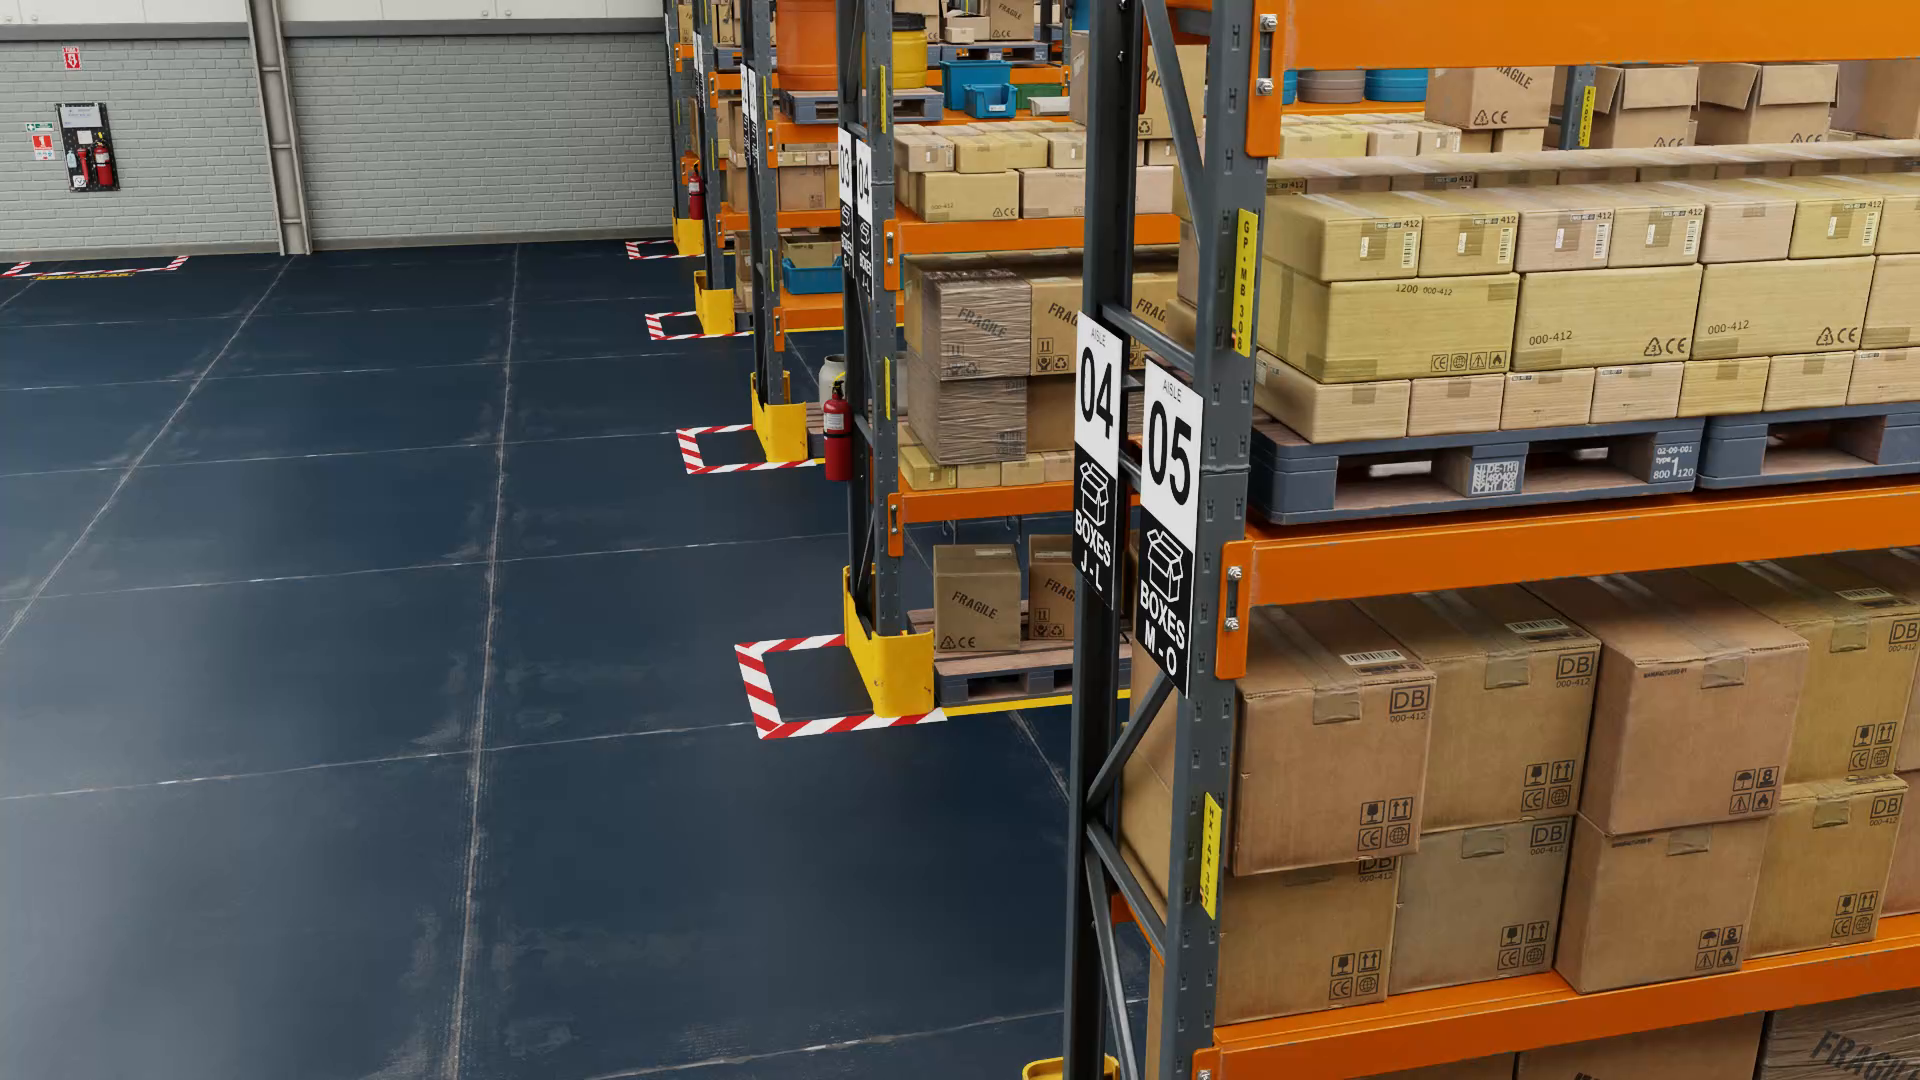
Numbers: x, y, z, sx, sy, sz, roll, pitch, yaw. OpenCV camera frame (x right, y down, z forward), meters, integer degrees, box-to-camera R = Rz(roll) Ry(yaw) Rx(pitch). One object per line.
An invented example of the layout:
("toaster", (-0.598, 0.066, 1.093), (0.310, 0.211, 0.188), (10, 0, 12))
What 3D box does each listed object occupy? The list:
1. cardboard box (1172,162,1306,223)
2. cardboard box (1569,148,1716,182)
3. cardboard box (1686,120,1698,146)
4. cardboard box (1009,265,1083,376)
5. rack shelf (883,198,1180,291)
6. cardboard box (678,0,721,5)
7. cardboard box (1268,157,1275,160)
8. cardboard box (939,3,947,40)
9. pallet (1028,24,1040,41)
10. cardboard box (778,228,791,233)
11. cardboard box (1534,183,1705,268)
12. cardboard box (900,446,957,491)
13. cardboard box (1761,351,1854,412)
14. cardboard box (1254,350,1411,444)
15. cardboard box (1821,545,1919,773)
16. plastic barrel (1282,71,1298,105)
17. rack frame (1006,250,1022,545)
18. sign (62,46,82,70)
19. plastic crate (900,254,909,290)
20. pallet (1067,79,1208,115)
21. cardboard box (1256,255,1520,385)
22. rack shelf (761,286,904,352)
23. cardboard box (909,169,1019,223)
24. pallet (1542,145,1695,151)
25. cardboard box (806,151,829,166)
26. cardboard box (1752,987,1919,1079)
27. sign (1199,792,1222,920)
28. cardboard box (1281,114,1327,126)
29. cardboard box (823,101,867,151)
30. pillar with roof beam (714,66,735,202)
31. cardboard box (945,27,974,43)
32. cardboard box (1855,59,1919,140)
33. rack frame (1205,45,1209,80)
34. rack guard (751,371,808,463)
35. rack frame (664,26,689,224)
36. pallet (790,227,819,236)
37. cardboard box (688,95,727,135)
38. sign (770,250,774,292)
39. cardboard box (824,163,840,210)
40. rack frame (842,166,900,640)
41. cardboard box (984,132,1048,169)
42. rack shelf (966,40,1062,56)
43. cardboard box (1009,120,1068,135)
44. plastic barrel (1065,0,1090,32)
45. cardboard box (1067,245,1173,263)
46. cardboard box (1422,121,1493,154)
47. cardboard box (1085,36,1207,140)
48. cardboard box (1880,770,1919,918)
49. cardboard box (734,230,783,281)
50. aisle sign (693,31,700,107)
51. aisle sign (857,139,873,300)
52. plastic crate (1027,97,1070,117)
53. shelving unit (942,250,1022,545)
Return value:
("cardboard box", (0.779, -0.968, 4.685), (0.250, 0.149, 0.380), (-4, 21, -12))
("cardboard box", (2.017, -1.069, 4.960), (0.250, 0.149, 0.380), (-5, 21, -13))
("cardboard box", (4.271, -2.554, 10.150), (0.258, 0.266, 0.396), (-4, 20, -11))
("cardboard box", (0.573, -1.233, 9.287), (0.500, 0.500, 0.500), (-5, 21, -12))
("rack shelf", (1.433, -1.816, 9.596), (4.000, 0.370, 1.077), (-5, 21, -12))
("cardboard box", (-3.502, -7.445, 22.288), (0.500, 0.500, 0.500), (-6, 21, -16))
("cardboard box", (1.566, -2.209, 9.260), (0.250, 0.149, 0.380), (-5, 21, -14))
("cardboard box", (-0.477, -7.220, 23.127), (0.500, 0.500, 0.500), (-4, 21, -11))
("pallet", (0.585, -7.211, 23.552), (1.003, 0.211, 1.213), (-5, 21, -12))
("cardboard box", (-2.684, -4.575, 23.712), (0.500, 0.311, 0.500), (-3, 20, -8))
("cardboard box", (1.667, -0.807, 4.247), (0.250, 0.149, 0.380), (-4, 21, -12))
("cardboard box", (-0.181, -0.412, 9.443), (0.250, 0.149, 0.380), (-5, 21, -12))
("cardboard box", (2.165, -0.473, 4.493), (0.250, 0.149, 0.380), (-5, 21, -13))
("cardboard box", (0.937, -0.373, 4.221), (0.250, 0.149, 0.380), (-4, 21, -12))
("cardboard box", (2.990, 0.284, 5.390), (0.550, 0.550, 0.875), (-5, 21, -12))
("plastic barrel", (2.685, -4.318, 14.652), (0.708, 0.901, 0.600), (-5, 21, -12))
("rack frame", (0.399, -1.018, 12.042), (0.015, 2.100, 0.400), (-5, 21, -12))
("sign", (-11.734, -6.369, 21.972), (0.199, 0.298, 0.001), (-5, 21, -12))
("plastic crate", (-0.601, -2.364, 14.624), (0.408, 0.251, 0.499), (-5, 21, -12))
("pallet", (1.560, -3.791, 14.218), (1.003, 0.211, 1.213), (-5, 21, -12))
("cardboard box", (1.058, -0.593, 4.241), (0.500, 0.250, 0.500), (-5, 21, -13))
("rack shelf", (0.293, -2.065, 14.638), (4.000, 0.370, 1.077), (-5, 21, -12))
("cardboard box", (0.015, -1.877, 8.934), (0.500, 0.250, 0.500), (-4, 21, -11))
("pallet", (4.005, -2.237, 9.973), (1.003, 0.211, 1.213), (-5, 21, -12))
("cardboard box", (-1.612, -4.274, 18.533), (0.250, 0.149, 0.380), (-5, 21, -13))
("cardboard box", (2.918, 1.664, 5.889), (0.875, 0.875, 0.875), (-4, 21, -12))
("sign", (0.652, 0.824, 4.331), (0.005, 0.325, 0.100), (-5, 21, -12))
("cardboard box", (1.972, -2.422, 9.844), (0.250, 0.149, 0.380), (-5, 21, -13))
("cardboard box", (-1.279, -4.680, 18.698), (0.500, 0.500, 0.700), (-5, 21, -12))
("pillar with roof beam", (-2.460, -7.282, 19.111), (0.400, 9.000, 9.100), (-5, 21, -12))
("cardboard box", (-0.007, -5.586, 18.394), (0.250, 0.149, 0.380), (-5, 21, -12))
("cardboard box", (5.883, -2.711, 10.120), (0.500, 0.500, 0.500), (-4, 21, -12))
("rack frame", (2.240, -5.378, 13.914), (0.127, 3.000, 1.000), (-5, 21, -12))
("rack guard", (-1.590, -1.093, 14.571), (0.348, 0.500, 1.175), (-5, 21, -12))
("rack frame", (-3.933, -5.561, 23.135), (0.127, 3.000, 1.000), (-5, 21, -12))
("pallet", (-1.875, -4.406, 24.034), (1.213, 0.211, 1.003), (-5, 21, -12))
("cardboard box", (-3.523, -5.961, 23.324), (0.500, 0.500, 0.500), (-5, 21, -13))
("sign", (-1.531, -2.190, 13.531), (0.005, 0.325, 0.100), (-5, 21, -12))
("cardboard box", (-1.337, -4.063, 18.901), (0.500, 0.500, 0.700), (-5, 21, -12))
("rack frame", (-0.513, -0.587, 9.556), (0.127, 3.000, 1.000), (-5, 21, -12))
("cardboard box", (0.300, -2.106, 8.980), (0.250, 0.149, 0.380), (-5, 21, -13))
("rack shelf", (1.906, -7.107, 24.039), (4.000, 0.370, 1.077), (-5, 21, -12))
("cardboard box", (0.445, -2.306, 9.527), (0.250, 0.149, 0.380), (-5, 21, -12))
("plastic barrel", (1.246, -4.360, 14.155), (0.708, 0.901, 0.600), (-5, 21, -12))
("cardboard box", (0.938, -1.450, 9.879), (0.500, 0.500, 0.500), (-5, 21, -12))
("cardboard box", (2.848, -2.316, 9.553), (0.250, 0.149, 0.380), (-4, 21, -12))
("cardboard box", (0.994, -2.444, 8.960), (0.500, 0.500, 0.500), (-5, 21, -13))
("cardboard box", (2.983, 0.782, 5.601), (0.550, 0.550, 0.875), (-5, 21, -12))
("cardboard box", (-2.336, -3.303, 19.269), (0.500, 0.500, 0.500), (-5, 21, -12))
("aisle sign", (-2.921, -5.217, 18.416), (0.004, 0.787, 0.394), (-5, 21, -12))
("aisle sign", (-0.505, -1.702, 8.821), (0.004, 0.787, 0.394), (-5, 21, -12))
("plastic crate", (0.771, -3.584, 13.759), (0.396, 0.136, 0.243), (-5, 21, -12))
("shelving unit", (0.161, -0.999, 11.989), (0.503, 2.100, 0.431), (-5, 21, -12))
